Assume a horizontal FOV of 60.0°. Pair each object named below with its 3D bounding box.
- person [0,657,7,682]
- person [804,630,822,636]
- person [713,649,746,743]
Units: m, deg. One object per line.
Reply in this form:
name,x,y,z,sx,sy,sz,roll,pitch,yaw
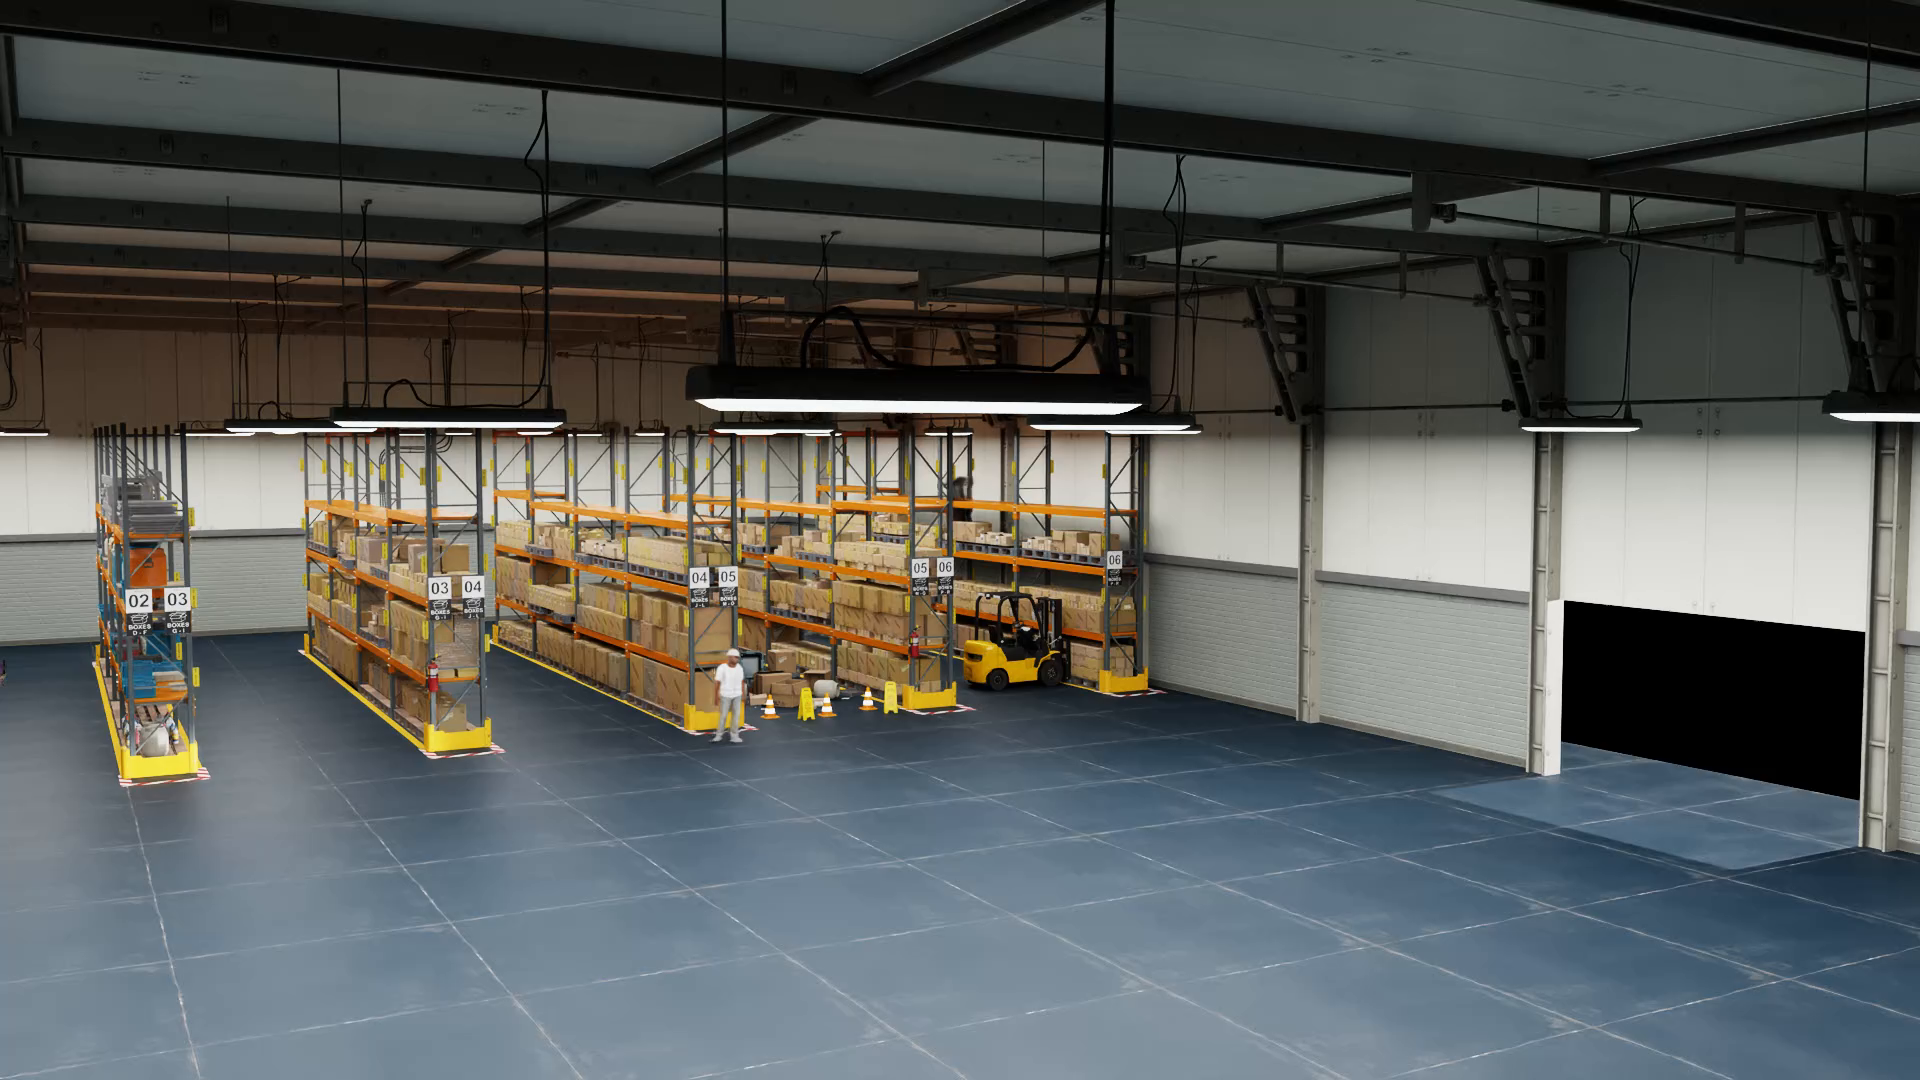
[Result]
person,-19.333,3.012,33.102,0.905,1.490,0.586,3,5,42
person,-4.186,1.973,48.283,0.800,1.654,0.585,2,4,25
person,-4.360,2.940,31.407,0.630,1.770,0.491,-3,4,-37
